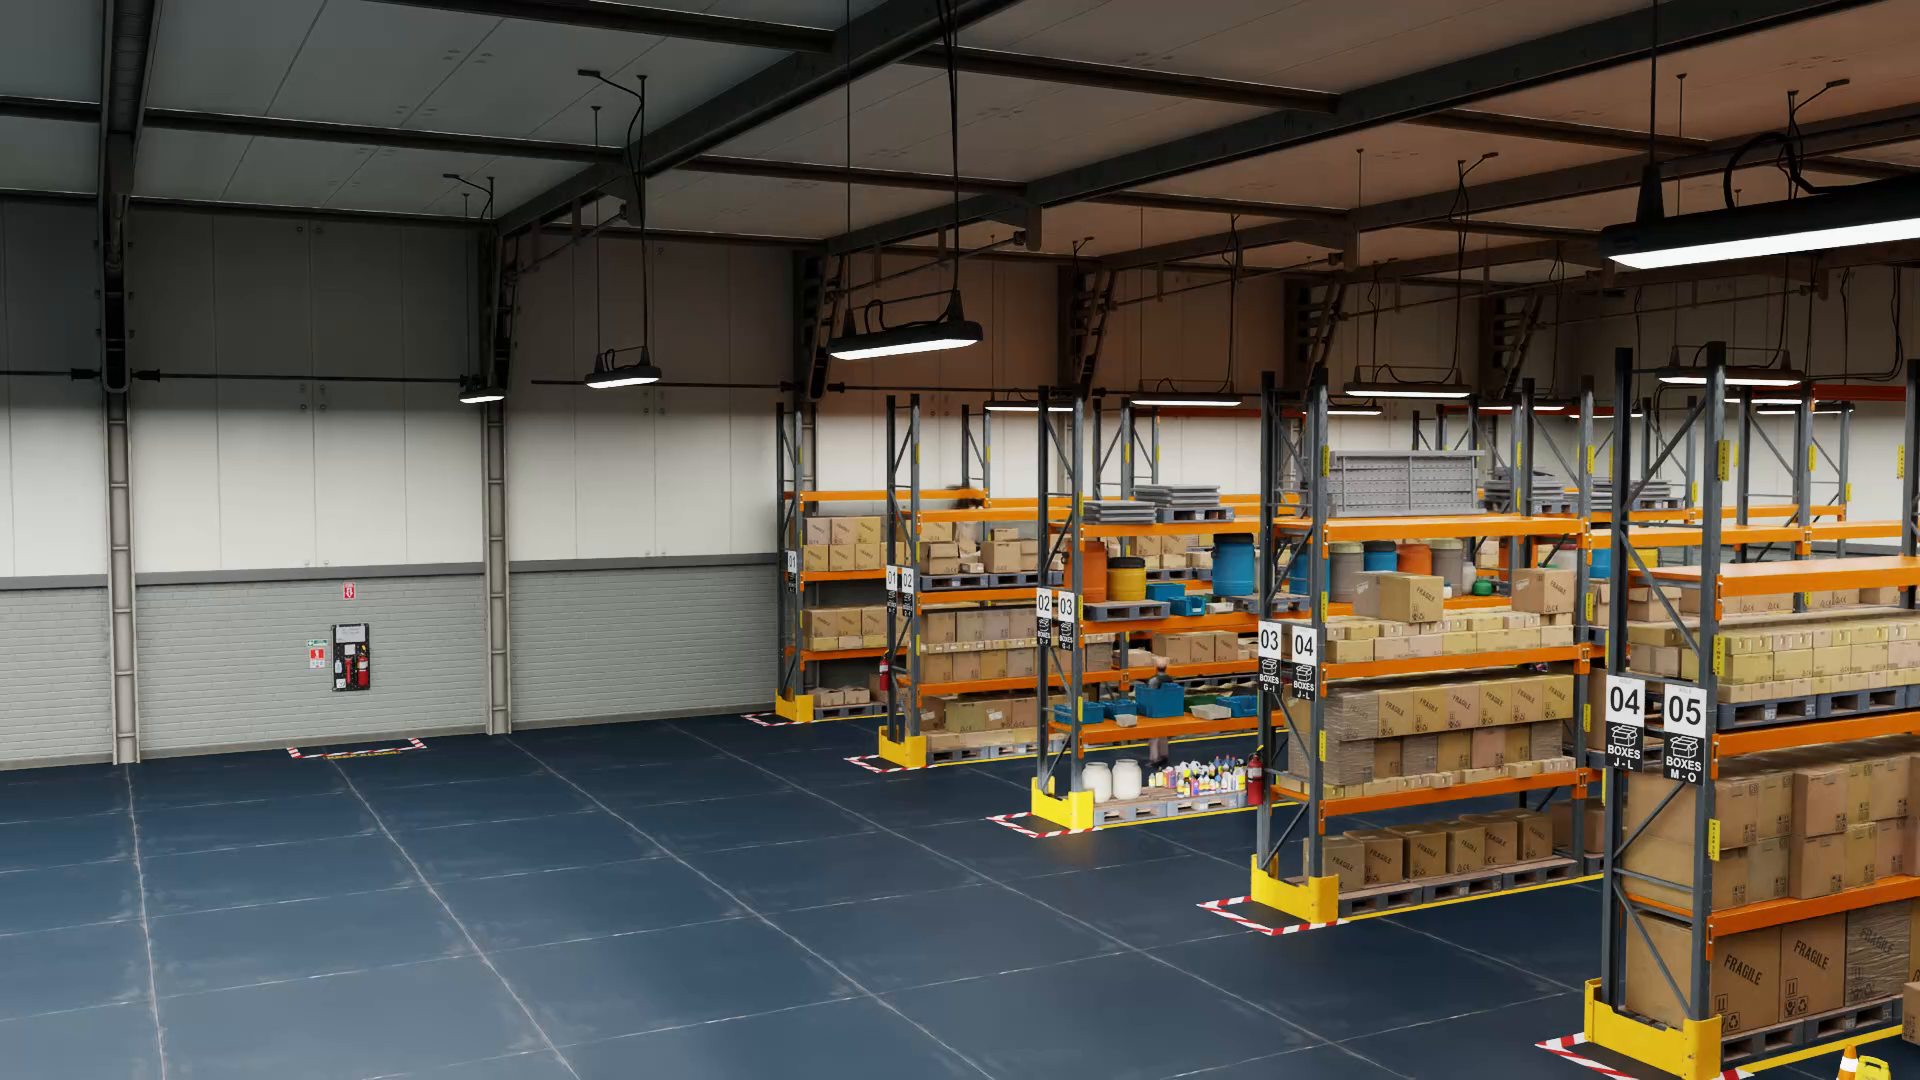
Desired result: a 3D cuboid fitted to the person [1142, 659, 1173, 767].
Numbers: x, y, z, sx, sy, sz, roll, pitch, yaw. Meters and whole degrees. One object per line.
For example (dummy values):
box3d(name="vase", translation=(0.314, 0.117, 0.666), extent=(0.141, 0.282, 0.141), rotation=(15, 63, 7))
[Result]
box3d(name="person", translation=(3.193, 2.748, 26.952), extent=(0.449, 1.659, 0.554), rotation=(2, 4, 33))

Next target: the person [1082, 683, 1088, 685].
box3d(name="person", translation=(2.349, 2.488, 32.684), extent=(0.971, 1.632, 0.564), rotation=(-2, 4, -30))
